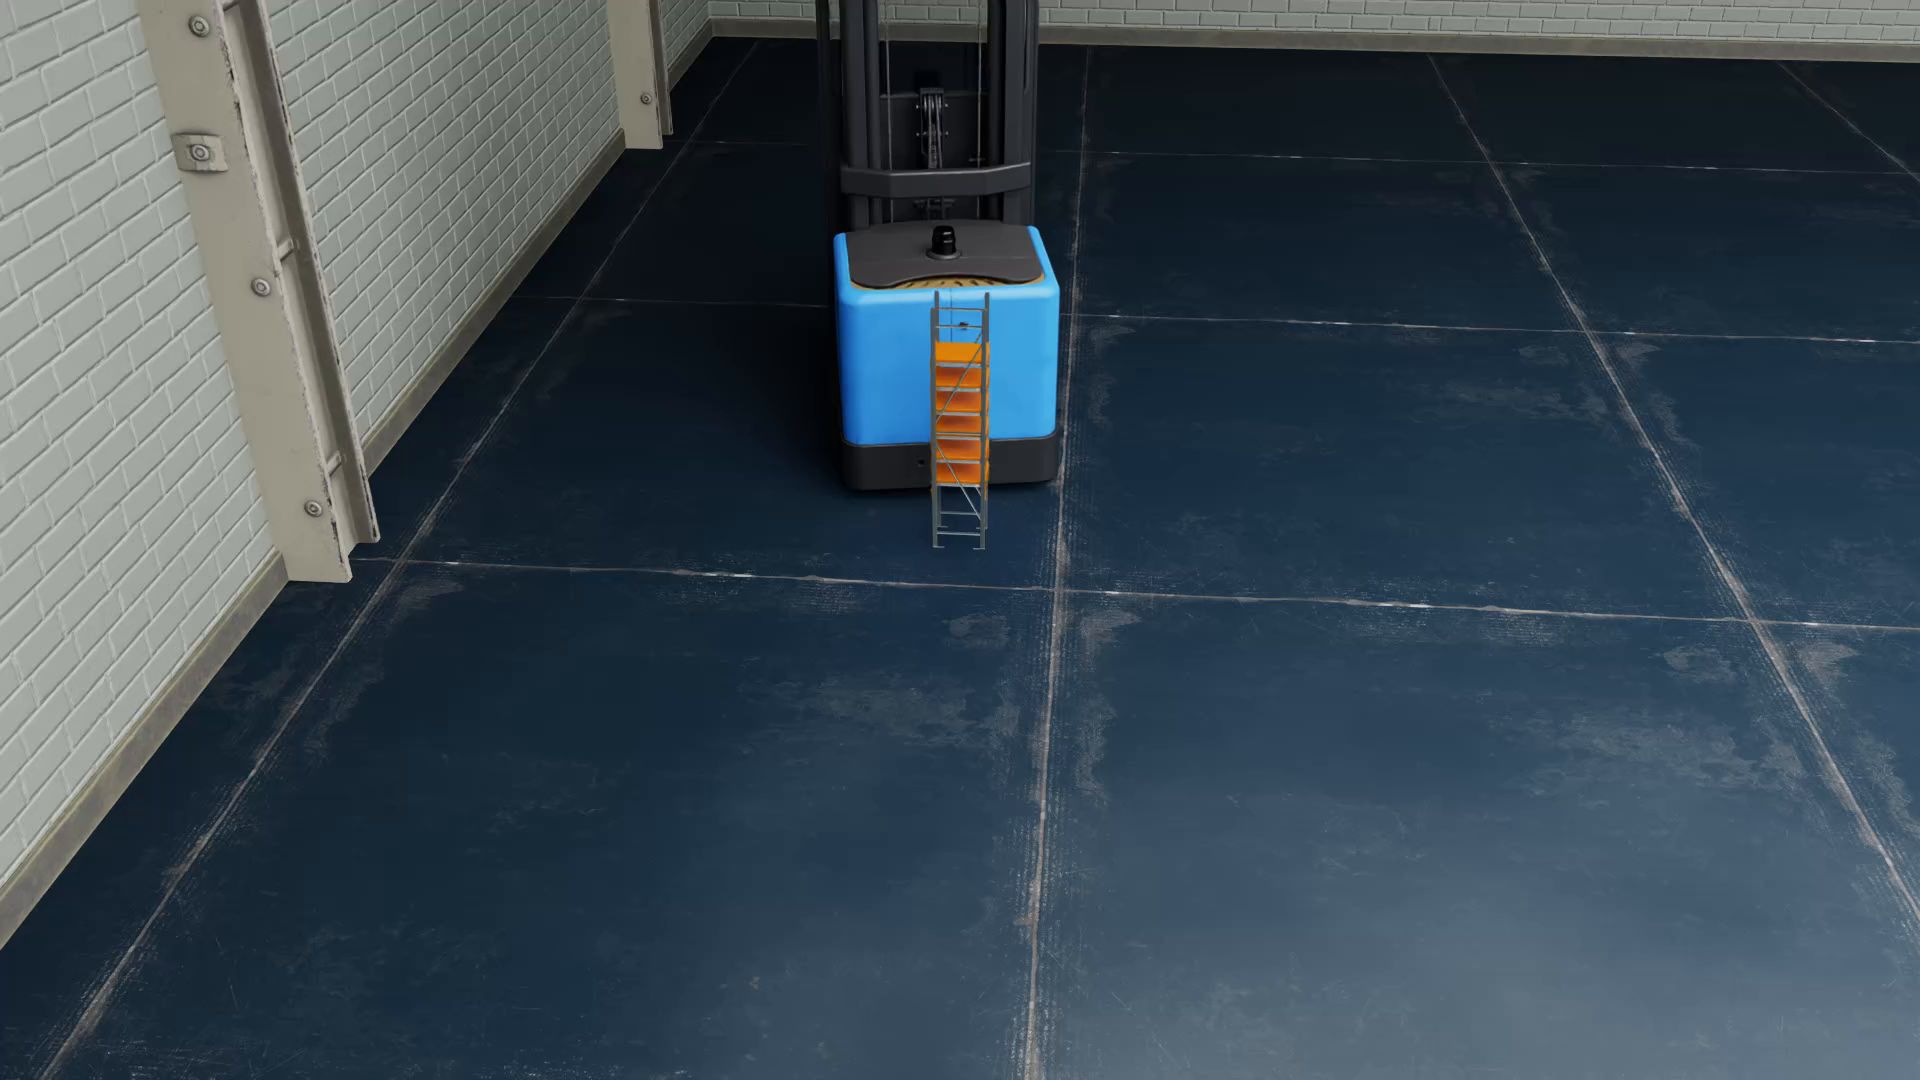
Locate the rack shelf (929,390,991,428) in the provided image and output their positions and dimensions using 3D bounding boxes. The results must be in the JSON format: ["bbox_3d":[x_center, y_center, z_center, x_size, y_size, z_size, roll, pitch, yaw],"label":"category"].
[{"bbox_3d":[0.001,-0.583,7.408,0.258,0.103,0.180,2,32,4],"label":"rack shelf"}]

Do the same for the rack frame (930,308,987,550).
[{"bbox_3d":[-0.006,-0.471,7.370,0.240,1.200,0.006,2,32,4],"label":"rack frame"}]

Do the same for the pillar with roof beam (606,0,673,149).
[{"bbox_3d":[1.903,-6.703,10.050,9.100,9.000,0.400,2,32,4],"label":"pillar with roof beam"}]

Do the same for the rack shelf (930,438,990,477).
[{"bbox_3d":[0.001,-0.378,7.534,0.258,0.103,0.180,2,32,4],"label":"rack shelf"}]

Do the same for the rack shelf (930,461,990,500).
[{"bbox_3d":[0.001,-0.276,7.597,0.258,0.103,0.180,2,32,4],"label":"rack shelf"}]

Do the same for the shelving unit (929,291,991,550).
[{"bbox_3d":[0.001,-0.518,7.447,0.258,1.200,0.189,2,32,4],"label":"shelving unit"}]

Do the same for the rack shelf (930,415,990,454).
[{"bbox_3d":[0.001,-0.481,7.471,0.258,0.103,0.180,2,32,4],"label":"rack shelf"}]

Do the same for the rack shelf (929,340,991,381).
[{"bbox_3d":[0.001,-0.787,7.282,0.258,0.103,0.180,2,32,4],"label":"rack shelf"}]

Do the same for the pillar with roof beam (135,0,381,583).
[{"bbox_3d":[1.414,-3.566,4.959,9.100,9.000,0.400,2,32,4],"label":"pillar with roof beam"}]

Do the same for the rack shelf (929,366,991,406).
[{"bbox_3d":[0.001,-0.685,7.345,0.258,0.103,0.180,2,32,4],"label":"rack shelf"}]

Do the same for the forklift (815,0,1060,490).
[{"bbox_3d":[-0.184,-2.238,8.589,1.130,2.935,3.031,-3,32,-5],"label":"forklift"}]

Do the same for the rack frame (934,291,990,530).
[{"bbox_3d":[0.009,-0.566,7.525,0.240,1.200,0.006,2,32,4],"label":"rack frame"}]
